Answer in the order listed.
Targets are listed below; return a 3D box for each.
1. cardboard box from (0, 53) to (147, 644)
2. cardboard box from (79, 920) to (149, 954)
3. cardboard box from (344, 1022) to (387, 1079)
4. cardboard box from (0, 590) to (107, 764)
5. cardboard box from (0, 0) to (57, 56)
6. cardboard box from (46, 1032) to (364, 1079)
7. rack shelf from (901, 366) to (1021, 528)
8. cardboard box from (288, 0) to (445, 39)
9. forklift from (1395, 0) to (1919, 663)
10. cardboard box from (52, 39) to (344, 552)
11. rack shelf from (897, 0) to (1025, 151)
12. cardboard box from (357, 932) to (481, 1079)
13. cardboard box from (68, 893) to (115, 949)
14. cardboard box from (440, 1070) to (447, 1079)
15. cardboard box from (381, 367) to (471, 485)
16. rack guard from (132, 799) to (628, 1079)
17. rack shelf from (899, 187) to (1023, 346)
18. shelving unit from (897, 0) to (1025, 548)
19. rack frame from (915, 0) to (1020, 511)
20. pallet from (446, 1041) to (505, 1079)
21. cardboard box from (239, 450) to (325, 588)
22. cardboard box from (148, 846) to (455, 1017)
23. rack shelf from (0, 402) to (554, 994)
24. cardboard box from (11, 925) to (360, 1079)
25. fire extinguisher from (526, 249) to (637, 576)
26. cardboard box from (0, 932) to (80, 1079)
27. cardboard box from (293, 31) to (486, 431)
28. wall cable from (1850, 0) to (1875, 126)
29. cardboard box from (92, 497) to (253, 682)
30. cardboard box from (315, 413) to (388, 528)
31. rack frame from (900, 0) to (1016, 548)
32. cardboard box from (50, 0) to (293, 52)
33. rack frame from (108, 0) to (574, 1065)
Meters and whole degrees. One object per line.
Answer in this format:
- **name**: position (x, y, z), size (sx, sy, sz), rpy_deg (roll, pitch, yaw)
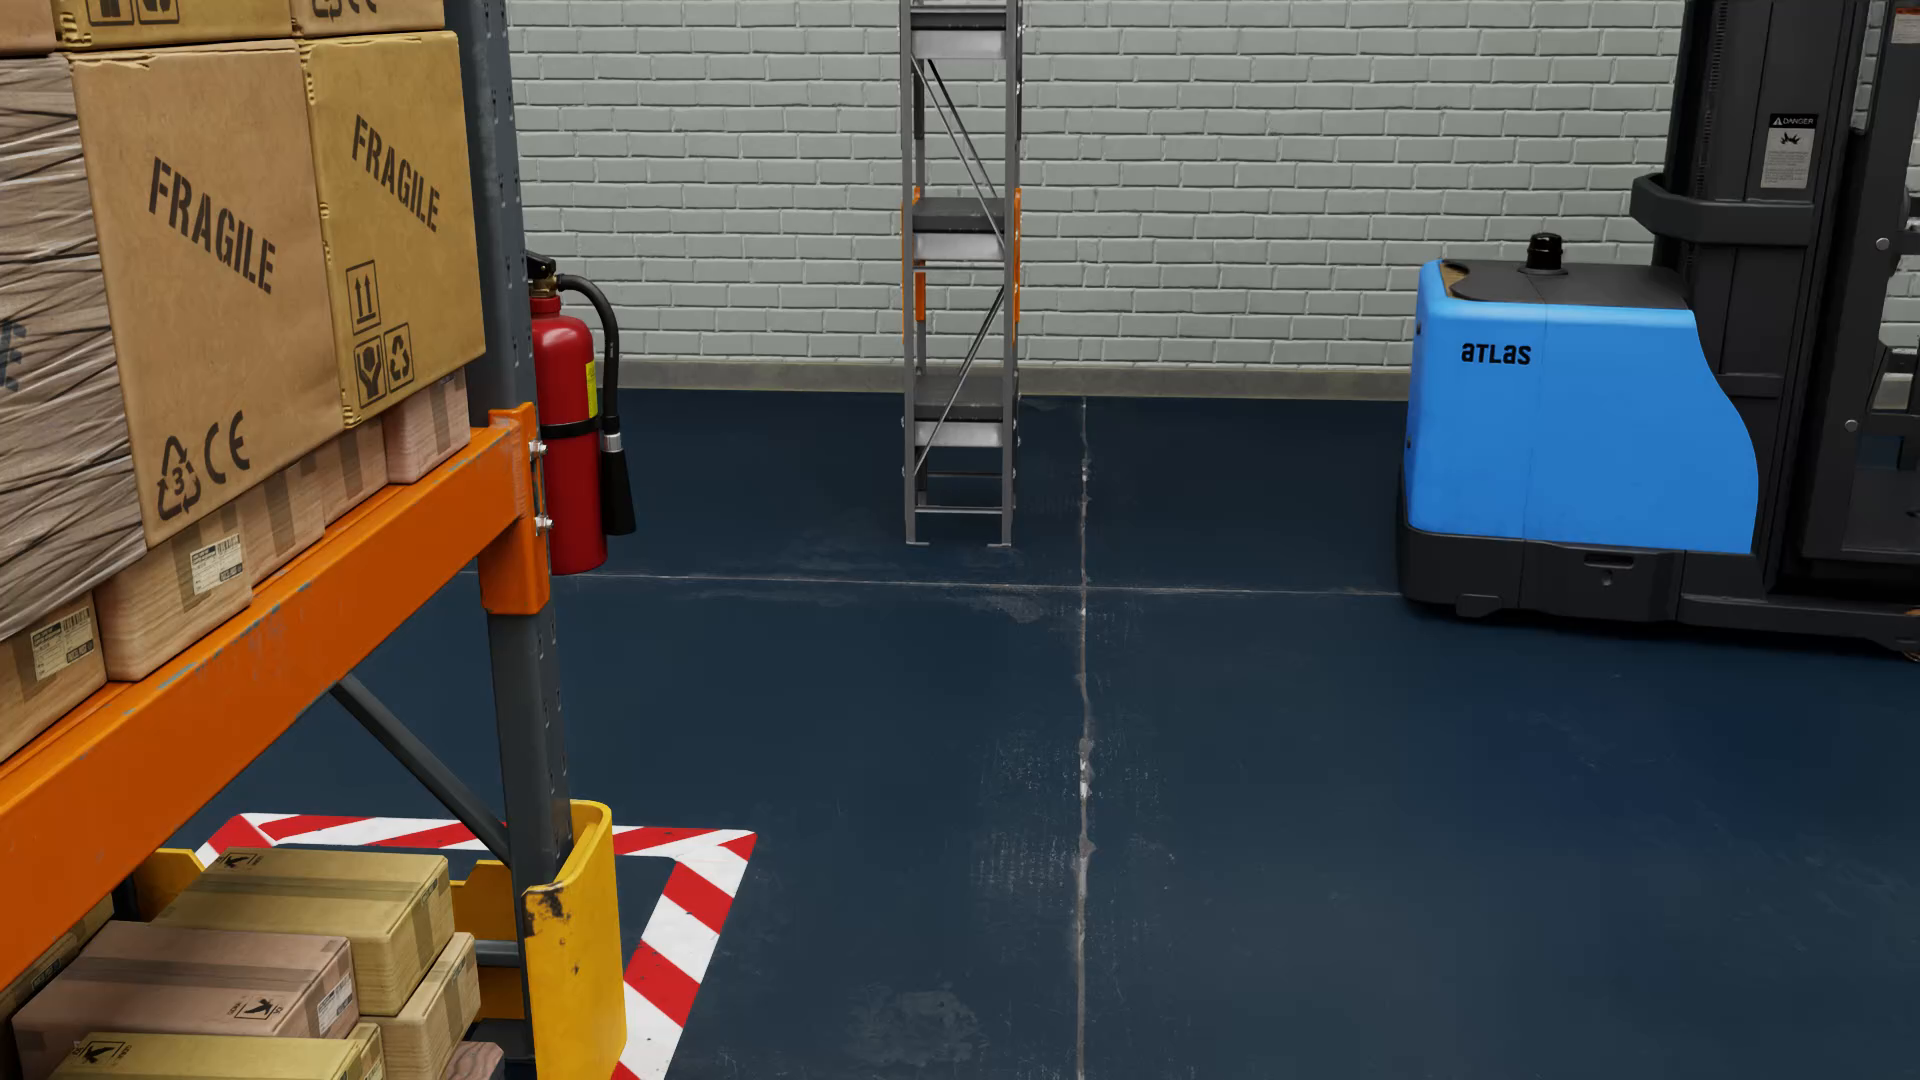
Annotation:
- **cardboard box**: position (-1.101, -0.148, 1.418), size (0.500, 0.500, 0.500), rpy_deg (1, 18, 4)
- **cardboard box**: position (-1.551, 0.749, 2.745), size (0.380, 0.149, 0.250), rpy_deg (2, 18, 6)
- **cardboard box**: position (-1.083, 0.843, 2.461), size (0.380, 0.149, 0.250), rpy_deg (1, 18, 3)
- **cardboard box**: position (-1.100, 0.121, 1.640), size (0.380, 0.149, 0.250), rpy_deg (0, 18, 1)
- **cardboard box**: position (-1.106, -0.619, 1.250), size (0.500, 0.500, 0.500), rpy_deg (2, 18, 7)
- **cardboard box**: position (-1.009, 0.781, 2.171), size (0.380, 0.149, 0.250), rpy_deg (1, 18, 3)
- **rack shelf**: position (0.012, -0.371, 6.475), size (0.431, 0.518, 0.480), rpy_deg (1, 18, 4)
- **cardboard box**: position (-1.042, -0.938, 2.224), size (0.500, 0.500, 0.500), rpy_deg (1, 18, 3)
- **forklift**: position (3.068, -1.174, 5.299), size (3.031, 2.935, 1.130), rpy_deg (4, 19, 12)
- **cardboard box**: position (-1.075, -0.305, 1.899), size (0.500, 0.500, 0.500), rpy_deg (1, 18, 3)
- **rack shelf**: position (0.012, -1.701, 6.039), size (0.431, 0.518, 0.480), rpy_deg (1, 18, 4)
- **cardboard box**: position (-1.010, 0.763, 2.705), size (0.380, 0.149, 0.250), rpy_deg (1, 18, 2)
- **cardboard box**: position (-1.634, 0.606, 2.705), size (0.380, 0.149, 0.250), rpy_deg (0, 18, 1)
- **cardboard box**: position (-1.087, 0.902, 2.758), size (0.380, 0.149, 0.250), rpy_deg (2, 18, 5)
- **cardboard box**: position (-0.999, -0.195, 2.603), size (0.380, 0.149, 0.250), rpy_deg (1, 18, 4)
- **rack guard**: position (-1.263, 0.790, 3.210), size (1.175, 0.500, 0.348), rpy_deg (1, 18, 4)
- **rack shelf**: position (0.012, -1.036, 6.257), size (0.431, 0.518, 0.480), rpy_deg (1, 18, 4)
- **shelving unit**: position (0.012, -1.049, 6.253), size (0.431, 2.100, 0.503), rpy_deg (1, 18, 4)
- **rack frame**: position (0.029, -1.125, 6.484), size (0.400, 2.100, 0.015), rpy_deg (1, 18, 4)
- **pallet**: position (-1.356, 1.179, 2.487), size (1.003, 0.211, 1.213), rpy_deg (1, 18, 4)
- **cardboard box**: position (-1.057, -0.040, 2.131), size (0.380, 0.149, 0.250), rpy_deg (1, 18, 3)
- **cardboard box**: position (-1.042, 0.621, 2.659), size (0.380, 0.149, 0.250), rpy_deg (1, 18, 5)
- **rack shelf**: position (-1.400, 0.541, 1.109), size (1.077, 0.370, 4.000), rpy_deg (1, 18, 4)
- **cardboard box**: position (-1.118, 0.698, 2.425), size (0.380, 0.149, 0.250), rpy_deg (2, 18, 5)
- **fire extinguisher**: position (-0.779, -0.276, 3.170), size (0.296, 0.674, 0.183), rpy_deg (1, 18, 4)
- **cardboard box**: position (-1.533, 0.694, 2.435), size (0.380, 0.149, 0.250), rpy_deg (2, 18, 5)
- **cardboard box**: position (-1.033, -0.465, 2.387), size (0.500, 0.500, 0.500), rpy_deg (2, 18, 5)
- **wall cable**: position (4.068, -2.592, 7.834), size (0.585, 1.953, 0.123), rpy_deg (1, 18, 4)
- **cardboard box**: position (-1.052, 0.040, 1.888), size (0.380, 0.149, 0.250), rpy_deg (2, 18, 5)
- **cardboard box**: position (-1.054, -0.118, 2.370), size (0.380, 0.149, 0.250), rpy_deg (1, 18, 4)
- **rack frame**: position (-0.006, -0.973, 6.022), size (0.400, 2.100, 0.015), rpy_deg (1, 18, 4)
- **cardboard box**: position (-1.078, -0.781, 1.744), size (0.500, 0.500, 0.500), rpy_deg (1, 18, 2)
- **rack frame**: position (-1.257, -0.422, 2.892), size (1.000, 3.000, 0.127), rpy_deg (1, 18, 4)
